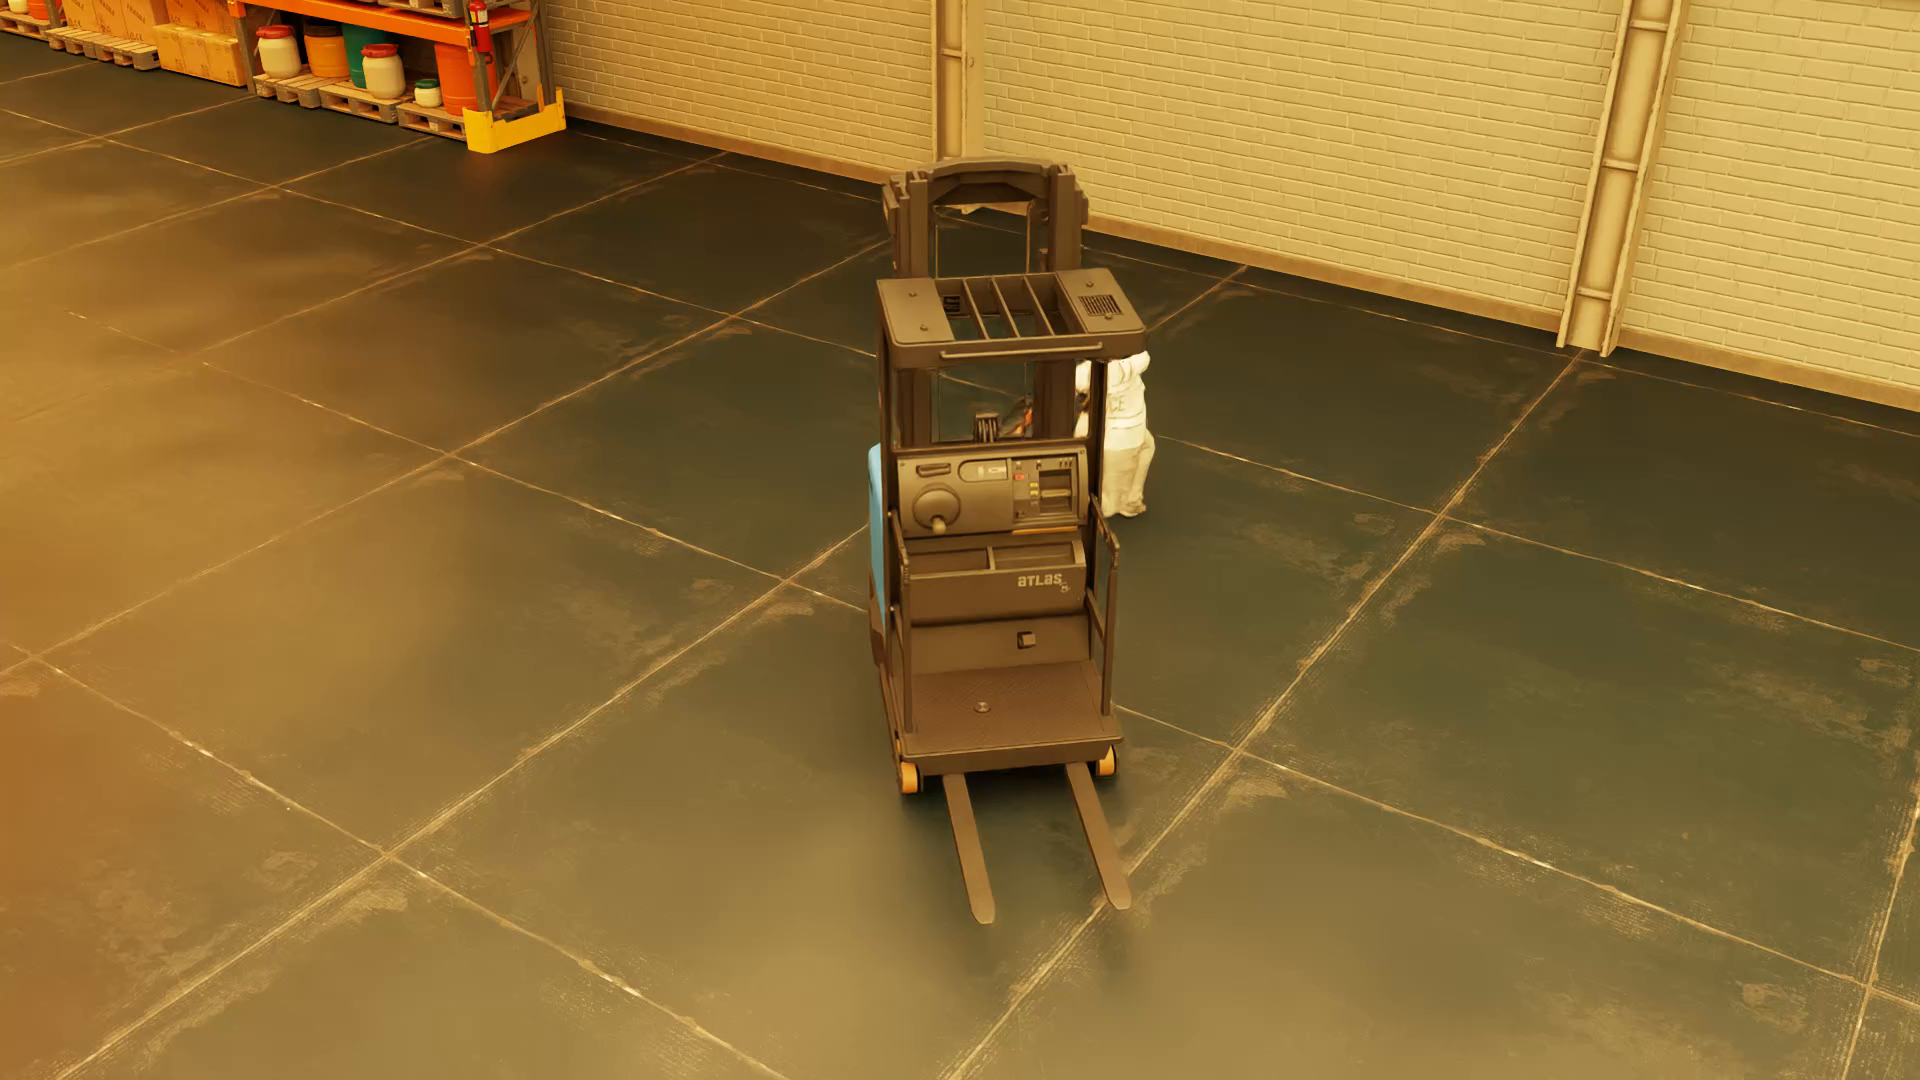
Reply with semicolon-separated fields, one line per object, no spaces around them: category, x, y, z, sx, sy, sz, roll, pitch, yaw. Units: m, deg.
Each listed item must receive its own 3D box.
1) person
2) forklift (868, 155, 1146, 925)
person;0.821;-0.704;10.386;0.928;1.440;0.699;-25;39;-36
forklift;0.196;-0.190;7.908;1.130;2.935;3.031;-4;30;-7
